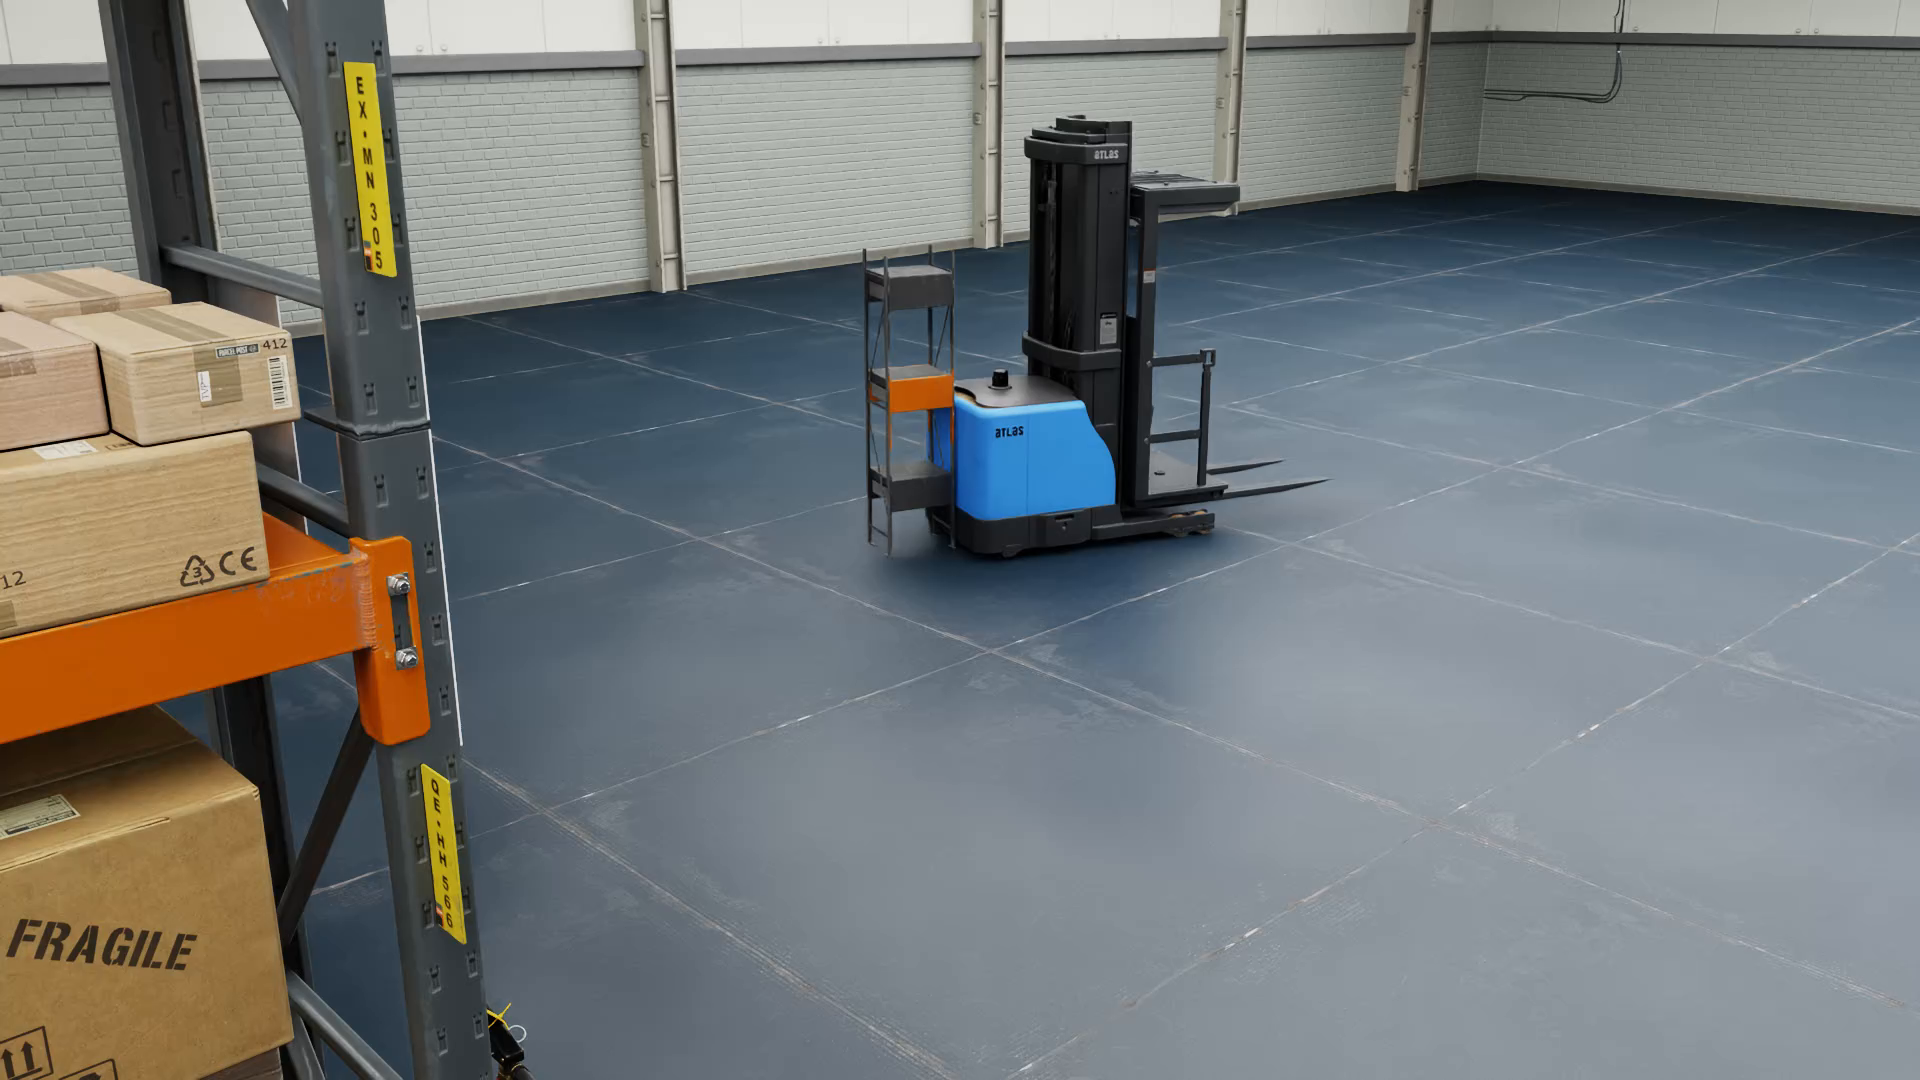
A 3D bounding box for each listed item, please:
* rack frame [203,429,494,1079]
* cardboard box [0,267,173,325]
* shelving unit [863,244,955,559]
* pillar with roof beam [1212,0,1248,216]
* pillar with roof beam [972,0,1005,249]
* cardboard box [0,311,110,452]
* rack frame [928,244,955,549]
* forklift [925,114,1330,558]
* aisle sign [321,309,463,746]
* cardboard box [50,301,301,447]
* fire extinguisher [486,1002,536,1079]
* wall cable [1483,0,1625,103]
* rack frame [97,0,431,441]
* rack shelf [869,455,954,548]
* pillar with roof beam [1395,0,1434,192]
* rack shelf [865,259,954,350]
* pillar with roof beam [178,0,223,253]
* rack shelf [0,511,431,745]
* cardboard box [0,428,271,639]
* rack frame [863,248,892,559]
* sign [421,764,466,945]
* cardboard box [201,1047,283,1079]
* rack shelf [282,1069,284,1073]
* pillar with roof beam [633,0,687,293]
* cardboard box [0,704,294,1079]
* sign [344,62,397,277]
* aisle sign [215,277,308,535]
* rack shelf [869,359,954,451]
[{"bbox_3d":[-1.294,1.138,3.611,0.127,3.000,1.000,-16,24,-41],"label":"rack frame"},{"bbox_3d":[-1.653,-0.401,3.090,0.250,0.149,0.380,-16,24,-41],"label":"cardboard box"},{"bbox_3d":[-0.348,-0.956,11.528,0.503,2.100,0.431,-8,20,-24],"label":"shelving unit"},{"bbox_3d":[7.755,-9.223,25.842,0.400,9.000,9.100,-16,24,-41],"label":"pillar with roof beam"},{"bbox_3d":[3.396,-7.952,21.921,0.400,9.000,9.100,-16,24,-41],"label":"pillar with roof beam"},{"bbox_3d":[-1.551,-0.250,2.624,0.380,0.149,0.250,17,25,42],"label":"cardboard box"},{"bbox_3d":[-0.127,-0.988,11.627,0.015,2.100,0.400,-8,20,-24],"label":"rack frame"},{"bbox_3d":[1.307,-1.554,12.026,3.031,2.935,1.130,-8,19,-22],"label":"forklift"},{"bbox_3d":[-1.043,-0.045,3.044,0.004,0.787,0.394,-16,24,-41],"label":"aisle sign"},{"bbox_3d":[-1.282,-0.278,2.713,0.250,0.149,0.380,-16,24,-41],"label":"cardboard box"},{"bbox_3d":[-0.895,1.254,3.380,0.183,0.674,0.296,-16,24,-41],"label":"fire extinguisher"},{"bbox_3d":[12.206,-10.310,34.229,0.112,2.526,3.097,-16,24,-41],"label":"wall cable"},{"bbox_3d":[-1.294,-1.716,2.686,0.127,3.000,1.000,-16,24,-41],"label":"rack frame"},{"bbox_3d":[-0.348,-0.277,11.749,0.480,0.518,0.431,-8,20,-24],"label":"rack shelf"},{"bbox_3d":[12.115,-10.495,29.763,0.400,9.000,9.100,-16,24,-41],"label":"pillar with roof beam"},{"bbox_3d":[-0.348,-1.609,11.317,0.480,0.518,0.431,-8,20,-24],"label":"rack shelf"},{"bbox_3d":[-5.324,-5.409,14.078,0.400,9.000,9.100,-16,24,-41],"label":"pillar with roof beam"},{"bbox_3d":[-2.748,0.477,1.953,4.000,0.370,1.077,-16,24,-41],"label":"rack shelf"},{"bbox_3d":[-1.470,-0.058,2.681,0.500,0.250,0.500,-16,24,-40],"label":"cardboard box"},{"bbox_3d":[-0.568,-0.924,11.429,0.015,2.100,0.400,-8,20,-24],"label":"rack frame"},{"bbox_3d":[-0.928,0.565,2.987,0.005,0.325,0.100,-16,24,-41],"label":"sign"},{"bbox_3d":[-1.713,1.059,3.210,0.500,0.500,0.875,-16,24,-41],"label":"cardboard box"},{"bbox_3d":[-2.748,1.904,2.415,4.000,0.370,1.077,-16,24,-41],"label":"rack shelf"},{"bbox_3d":[-0.964,-6.681,17.999,0.400,9.000,9.100,-16,24,-41],"label":"pillar with roof beam"},{"bbox_3d":[-1.524,0.645,2.866,0.500,0.500,0.500,-16,24,-41],"label":"cardboard box"},{"bbox_3d":[-0.928,-0.581,2.615,0.005,0.325,0.100,-16,24,-41],"label":"sign"},{"bbox_3d":[-1.455,-0.179,3.458,0.004,0.787,0.394,-16,24,-41],"label":"aisle sign"},{"bbox_3d":[-0.348,-0.943,11.533,0.480,0.518,0.431,-8,20,-24],"label":"rack shelf"}]
